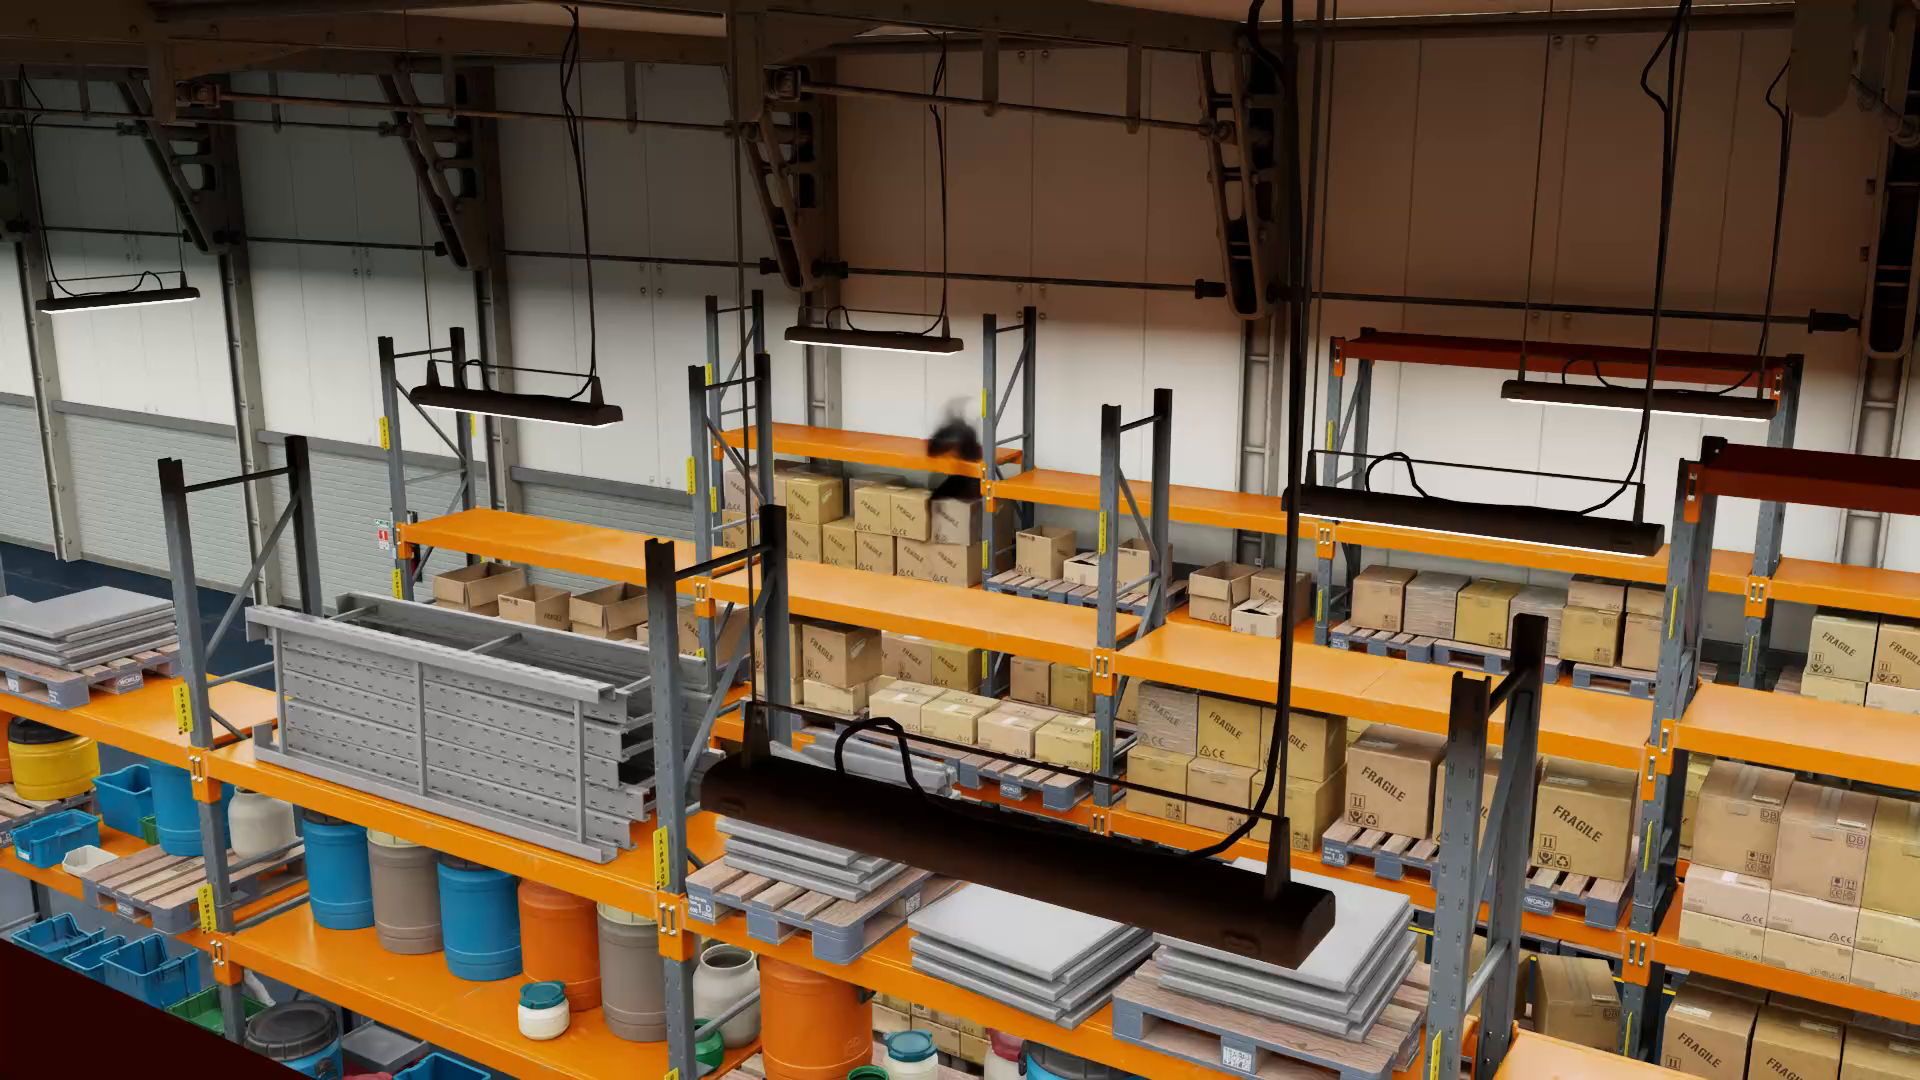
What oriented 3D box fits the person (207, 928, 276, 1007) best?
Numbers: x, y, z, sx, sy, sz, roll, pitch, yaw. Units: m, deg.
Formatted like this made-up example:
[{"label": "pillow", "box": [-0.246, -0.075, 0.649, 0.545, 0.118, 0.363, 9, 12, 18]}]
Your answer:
[{"label": "person", "box": [-6.529, 3.699, 14.935, 0.830, 1.583, 0.585, 7, 16, 27]}]
